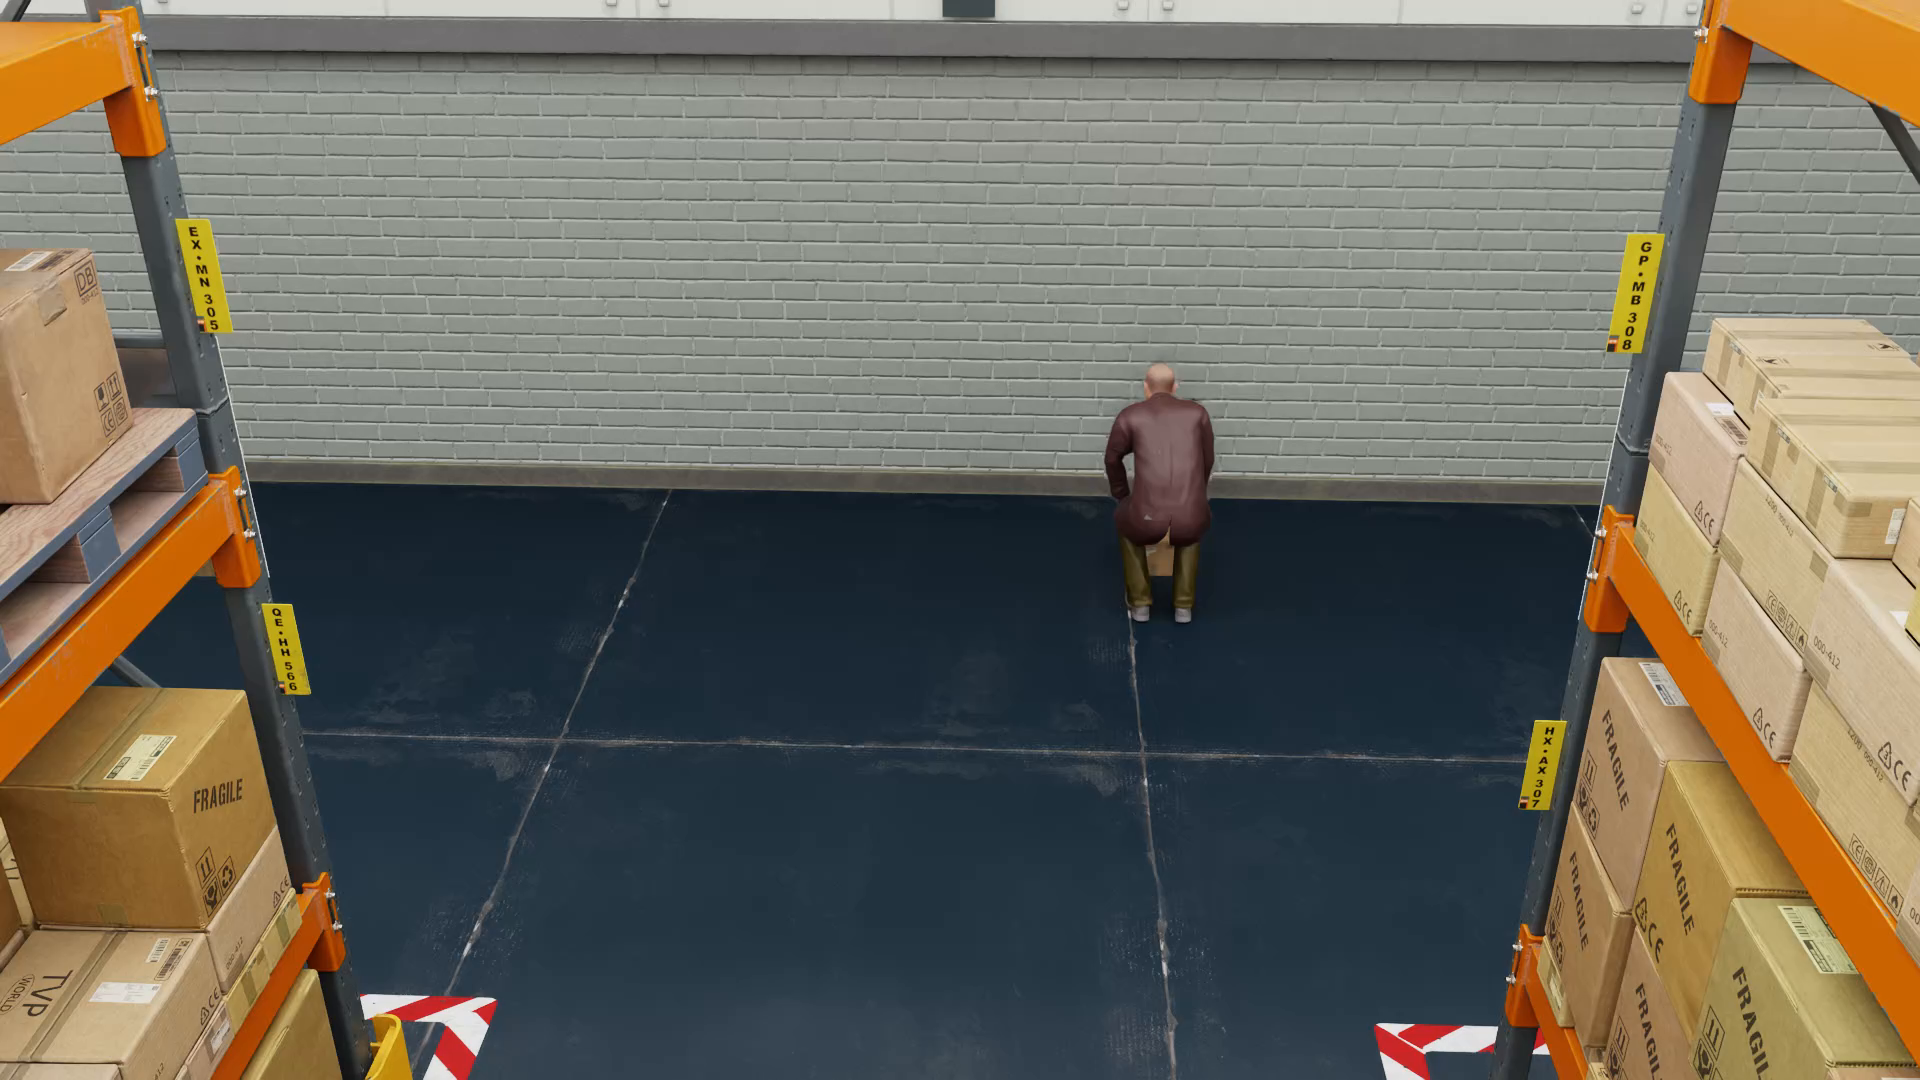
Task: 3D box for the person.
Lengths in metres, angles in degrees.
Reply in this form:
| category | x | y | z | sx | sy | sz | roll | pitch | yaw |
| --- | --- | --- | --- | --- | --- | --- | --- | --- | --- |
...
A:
| category | x | y | z | sx | sy | sz | roll | pitch | yaw |
| --- | --- | --- | --- | --- | --- | --- | --- | --- | --- |
| person | 1.136 | -0.239 | 9.496 | 0.632 | 1.410 | 0.719 | 1 | 28 | 2 |
